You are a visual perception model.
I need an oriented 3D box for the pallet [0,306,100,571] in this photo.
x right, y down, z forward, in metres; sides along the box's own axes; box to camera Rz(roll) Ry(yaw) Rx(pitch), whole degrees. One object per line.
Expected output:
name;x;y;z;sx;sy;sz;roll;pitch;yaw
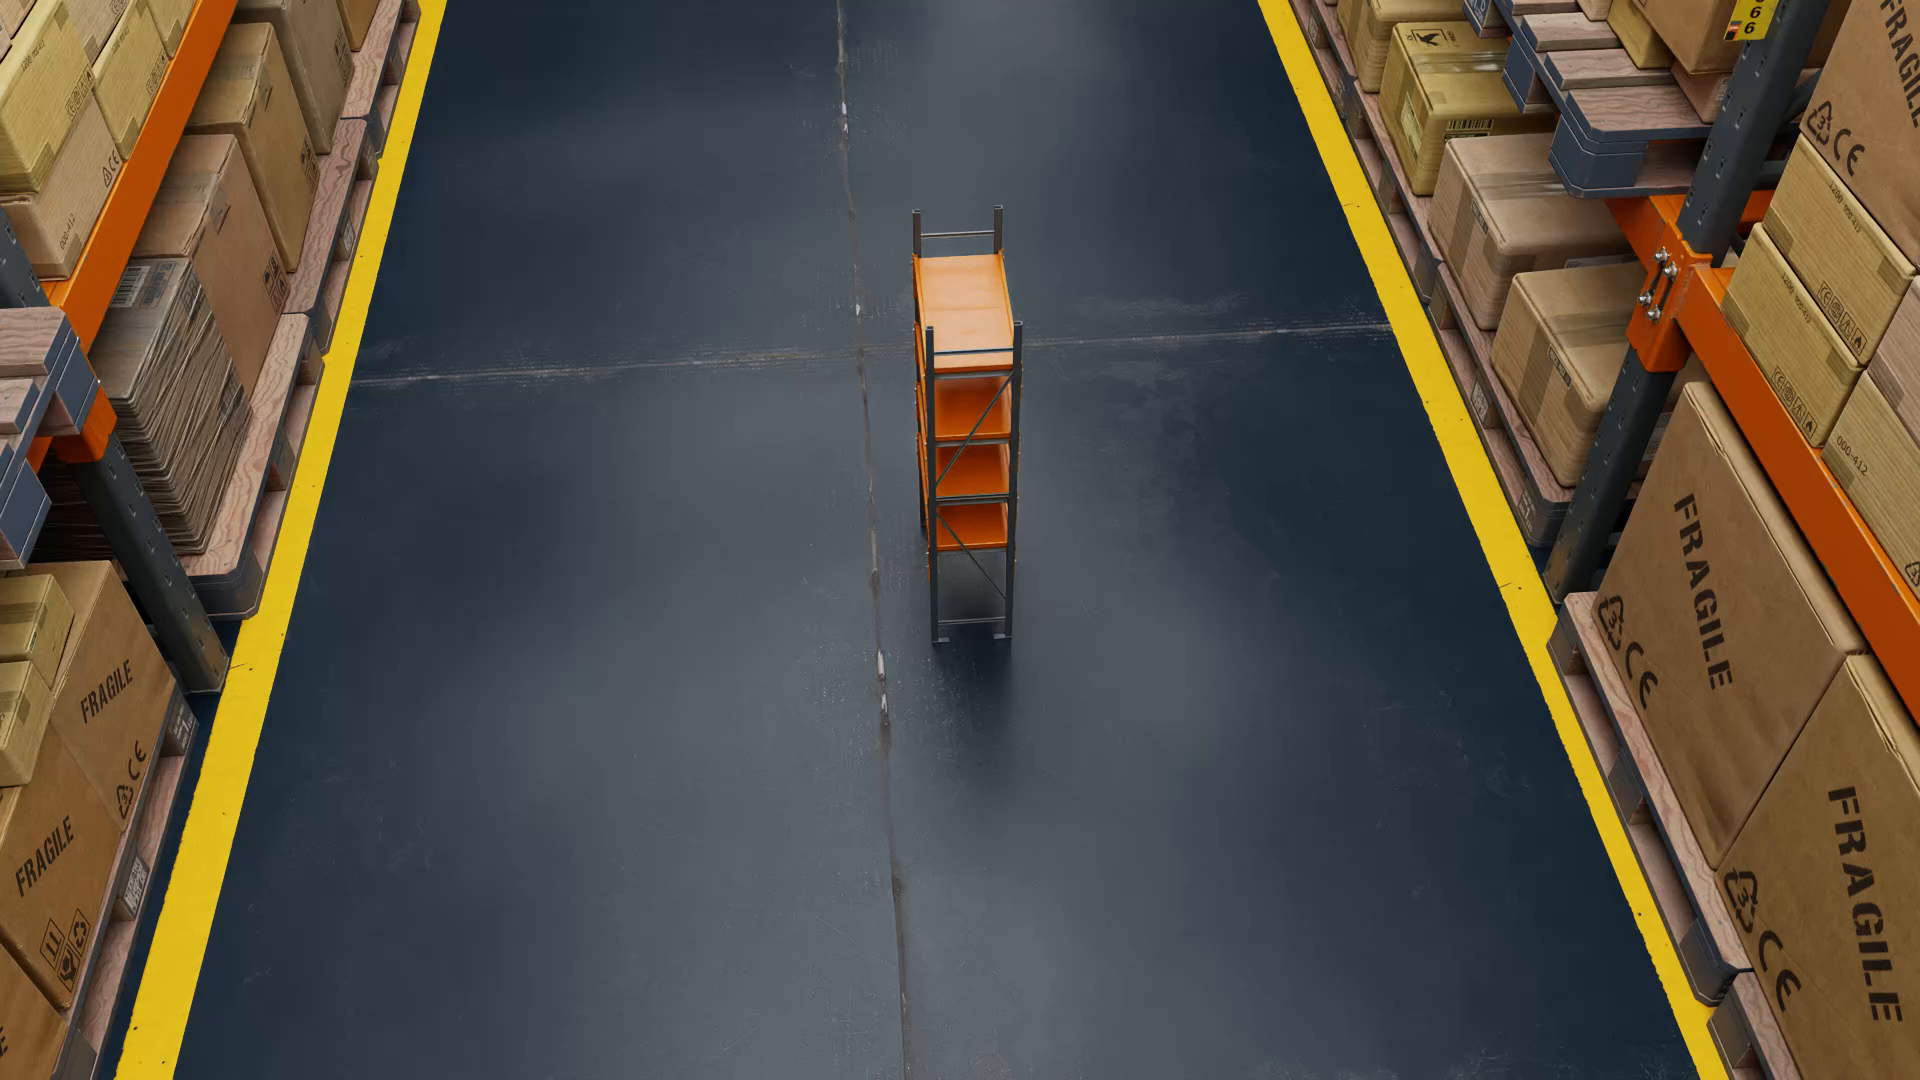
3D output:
pallet;-2.519;-0.046;3.360;1.213;0.211;1.003;-3;47;-3

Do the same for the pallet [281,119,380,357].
pallet;-2.775;-1.118;6.164;1.003;0.211;1.213;-3;47;-3

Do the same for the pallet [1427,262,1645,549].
pallet;2.236;-0.510;5.587;1.003;0.211;1.213;-3;47;-3

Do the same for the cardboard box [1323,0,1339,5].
cardboard box;2.012;-2.658;7.222;0.950;0.372;0.625;-3;47;-3

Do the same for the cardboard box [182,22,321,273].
cardboard box;-2.804;-1.338;5.797;0.875;0.625;0.625;-5;47;-5

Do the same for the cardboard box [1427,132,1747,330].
cardboard box;2.193;-1.086;5.734;0.950;0.372;0.625;-4;47;-4

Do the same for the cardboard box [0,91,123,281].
cardboard box;-2.439;-0.883;4.123;0.500;0.250;0.500;-3;47;-3

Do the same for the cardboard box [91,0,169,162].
cardboard box;-2.477;-1.247;4.468;0.500;0.250;0.500;-4;47;-4

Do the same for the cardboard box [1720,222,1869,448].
cardboard box;2.090;-0.482;3.744;0.500;0.250;0.500;-4;47;-4

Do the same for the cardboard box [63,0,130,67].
cardboard box;-2.480;-1.417;4.285;0.500;0.250;0.500;-2;47;-2

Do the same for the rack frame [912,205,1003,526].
rack frame;-0.007;-0.469;4.868;0.240;1.200;0.015;-3;47;-3

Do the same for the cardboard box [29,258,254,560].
cardboard box;-2.684;-0.378;4.889;0.875;0.625;0.625;-2;47;-2

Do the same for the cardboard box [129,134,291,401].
cardboard box;-2.747;-0.851;5.336;0.875;0.625;0.625;-2;47;-2

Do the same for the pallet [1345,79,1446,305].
pallet;2.137;-1.390;6.421;1.003;0.211;1.213;-3;47;-3

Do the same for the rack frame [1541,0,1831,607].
rack frame;2.300;-0.903;4.039;1.000;3.000;0.127;-3;47;-3

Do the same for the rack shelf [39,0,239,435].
rack shelf;-2.813;-1.798;5.383;1.077;0.370;4.000;-3;47;-3

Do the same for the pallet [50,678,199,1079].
pallet;-2.621;0.903;4.250;1.003;0.211;1.213;-3;47;-3

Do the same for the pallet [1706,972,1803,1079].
pallet;2.390;1.512;3.673;1.003;0.211;1.213;-3;47;-3

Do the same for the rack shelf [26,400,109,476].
rack shelf;-2.478;1.096;2.642;1.077;0.370;4.000;-3;47;-3

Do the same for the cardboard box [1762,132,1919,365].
cardboard box;2.096;-0.642;3.551;0.500;0.250;0.500;-4;47;-4

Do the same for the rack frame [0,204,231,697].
rack frame;-2.646;-0.598;3.751;1.000;3.000;0.127;-3;47;-3

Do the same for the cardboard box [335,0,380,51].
cardboard box;-2.926;-2.444;6.845;0.875;0.625;0.625;-2;47;-2

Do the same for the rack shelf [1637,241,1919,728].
rack shelf;2.468;0.791;2.930;1.077;0.370;4.000;-3;47;-3

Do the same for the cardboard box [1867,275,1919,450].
cardboard box;2.139;-0.268;3.196;0.500;0.250;0.500;-2;47;-2

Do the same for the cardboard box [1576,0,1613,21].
cardboard box;1.878;-1.553;4.539;0.380;0.149;0.250;-4;47;-4

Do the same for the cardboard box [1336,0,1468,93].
cardboard box;2.075;-2.138;6.730;0.950;0.372;0.625;-1;47;-1

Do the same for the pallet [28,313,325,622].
pallet;-2.676;-0.238;5.330;1.003;0.211;1.213;-3;47;-3

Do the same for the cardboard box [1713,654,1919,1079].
cardboard box;2.346;0.834;3.569;0.875;0.875;0.875;-3;47;-3

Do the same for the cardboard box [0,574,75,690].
cardboard box;-2.352;0.236;3.947;0.380;0.149;0.250;-6;47;-5

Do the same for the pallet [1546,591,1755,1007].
pallet;2.291;0.631;4.507;1.003;0.211;1.213;-3;47;-3

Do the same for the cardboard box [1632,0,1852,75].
cardboard box;1.985;-1.496;4.038;0.500;0.500;0.500;-5;47;-4

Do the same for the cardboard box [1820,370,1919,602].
cardboard box;2.151;-0.112;3.393;0.500;0.250;0.500;-5;47;-4

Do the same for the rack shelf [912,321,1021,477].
rack shelf;0.014;-0.400;4.587;0.258;0.148;0.480;-3;47;-3

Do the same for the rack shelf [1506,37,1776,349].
rack shelf;2.133;-2.103;5.671;1.077;0.370;4.000;-3;47;-3

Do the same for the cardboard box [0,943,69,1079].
cardboard box;-2.318;1.151;3.527;0.500;0.500;0.500;-2;47;-2

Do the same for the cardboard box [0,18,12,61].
cardboard box;-2.379;-1.104;3.714;0.380;0.149;0.250;-2;47;-2

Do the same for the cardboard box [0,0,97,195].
cardboard box;-2.415;-1.056;3.943;0.500;0.250;0.500;-4;47;-3

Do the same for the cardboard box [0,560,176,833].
cardboard box;-2.396;0.410;4.229;0.500;0.500;0.500;-2;47;-2

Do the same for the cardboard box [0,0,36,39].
cardboard box;-2.403;-1.297;3.897;0.380;0.149;0.250;-3;47;-2

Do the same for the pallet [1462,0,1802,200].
pallet;2.134;-1.346;4.591;1.213;0.211;1.003;-3;47;-3

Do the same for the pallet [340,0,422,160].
pallet;-2.880;-2.003;7.002;1.003;0.211;1.213;-3;47;-3

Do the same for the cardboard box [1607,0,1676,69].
cardboard box;1.944;-1.373;4.369;0.380;0.149;0.250;-3;47;-3

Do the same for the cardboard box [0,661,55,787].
cardboard box;-2.298;0.431;3.761;0.380;0.149;0.250;-6;47;-5

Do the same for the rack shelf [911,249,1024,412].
rack shelf;0.014;-0.563;4.416;0.258;0.148;0.480;-3;47;-3

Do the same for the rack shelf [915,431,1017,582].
rack shelf;0.014;-0.110;4.894;0.258;0.148;0.480;-3;47;-3

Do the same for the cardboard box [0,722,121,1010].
cardboard box;-2.365;0.772;3.885;0.500;0.500;0.500;-4;47;-4

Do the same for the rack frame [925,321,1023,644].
rack frame;0.034;-0.116;4.534;0.240;1.200;0.015;-3;47;-3

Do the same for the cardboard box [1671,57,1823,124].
cardboard box;2.038;-1.184;4.189;0.380;0.149;0.250;-2;47;-2

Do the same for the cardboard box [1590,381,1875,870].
cardboard box;2.275;0.188;4.180;0.875;0.875;0.875;-4;47;-4

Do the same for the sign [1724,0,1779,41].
sign;1.760;-1.234;3.610;0.100;0.325;0.005;-3;47;-3

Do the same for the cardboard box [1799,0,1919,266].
cardboard box;2.098;-0.909;3.288;0.500;0.500;0.500;-5;47;-5

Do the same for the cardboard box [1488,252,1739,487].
cardboard box;2.263;-0.553;5.228;0.950;0.372;0.625;-6;47;-6

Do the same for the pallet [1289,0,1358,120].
pallet;2.032;-2.275;7.259;1.003;0.211;1.213;-3;47;-3

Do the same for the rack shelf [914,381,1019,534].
rack shelf;0.014;-0.247;4.750;0.258;0.148;0.480;-3;47;-3

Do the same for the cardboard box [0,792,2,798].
cardboard box;-2.320;0.624;3.578;0.380;0.149;0.250;-5;47;-5

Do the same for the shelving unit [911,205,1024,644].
shelving unit;0.014;-0.293;4.701;0.258;1.200;0.503;-3;47;-3

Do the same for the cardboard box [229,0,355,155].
cardboard box;-2.869;-1.882;6.312;0.875;0.625;0.625;-4;47;-4

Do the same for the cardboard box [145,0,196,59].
cardboard box;-2.527;-1.619;4.821;0.500;0.250;0.500;-5;47;-5

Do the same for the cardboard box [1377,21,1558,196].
cardboard box;2.135;-1.636;6.254;0.950;0.372;0.625;-2;47;-2

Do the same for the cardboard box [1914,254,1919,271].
cardboard box;2.149;-0.551;2.948;0.500;0.500;0.500;-3;47;-3
